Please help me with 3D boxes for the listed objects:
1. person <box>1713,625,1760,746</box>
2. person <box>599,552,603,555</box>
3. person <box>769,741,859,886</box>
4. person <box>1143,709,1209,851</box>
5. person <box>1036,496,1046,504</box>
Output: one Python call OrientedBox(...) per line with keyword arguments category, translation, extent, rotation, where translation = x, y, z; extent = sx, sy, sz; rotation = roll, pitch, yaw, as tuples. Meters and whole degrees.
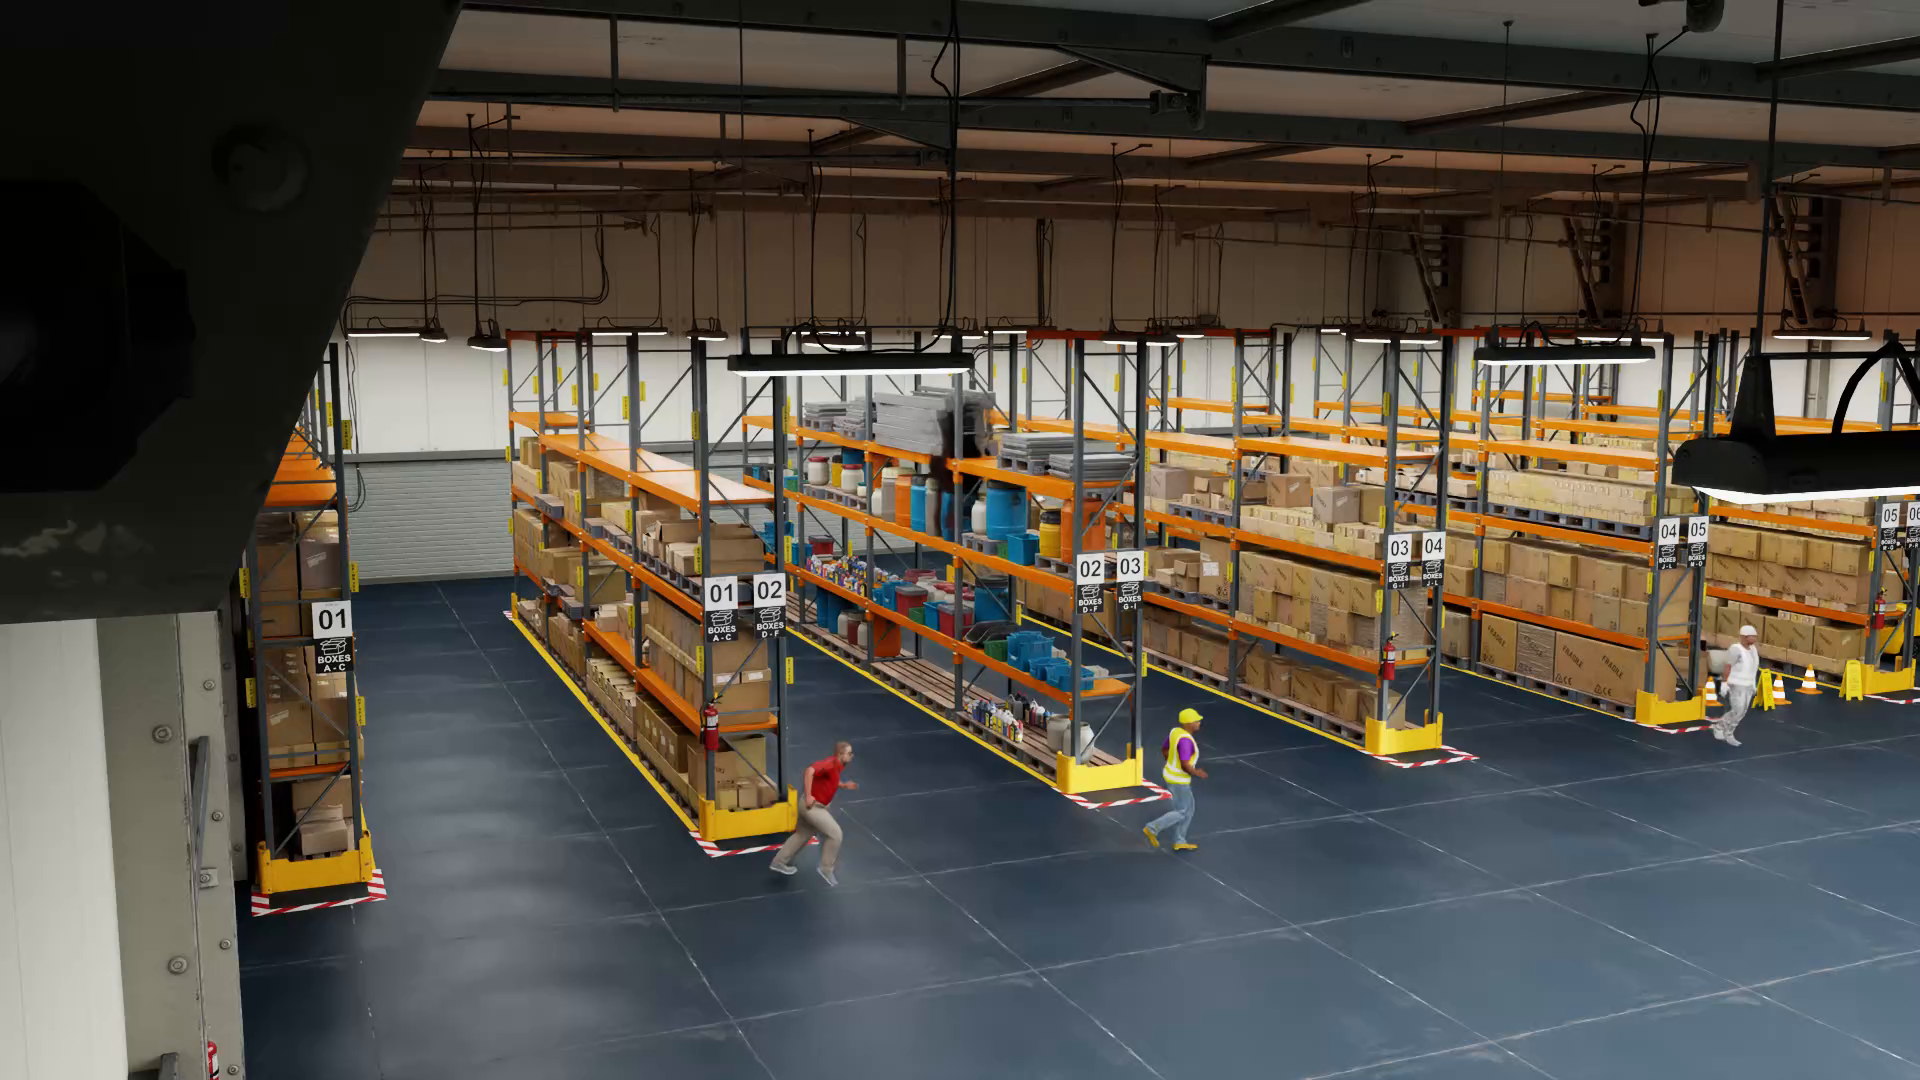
OrientedBox(category="person", translation=(11.426, 2.138, 24.463), extent=(0.655, 1.800, 0.467), rotation=(-6, 10, -36))
OrientedBox(category="person", translation=(-7.684, 0.655, 35.807), extent=(0.824, 1.626, 0.520), rotation=(7, 10, 41))
OrientedBox(category="person", translation=(-1.640, 3.062, 18.500), extent=(1.021, 1.685, 0.711), rotation=(1, 8, 4))
OrientedBox(category="person", translation=(2.531, 2.838, 19.617), extent=(0.765, 1.713, 0.698), rotation=(0, 8, -3))
OrientedBox(category="person", translation=(2.021, -0.235, 41.599), extent=(0.679, 1.756, 0.976), rotation=(-5, 9, -35))
